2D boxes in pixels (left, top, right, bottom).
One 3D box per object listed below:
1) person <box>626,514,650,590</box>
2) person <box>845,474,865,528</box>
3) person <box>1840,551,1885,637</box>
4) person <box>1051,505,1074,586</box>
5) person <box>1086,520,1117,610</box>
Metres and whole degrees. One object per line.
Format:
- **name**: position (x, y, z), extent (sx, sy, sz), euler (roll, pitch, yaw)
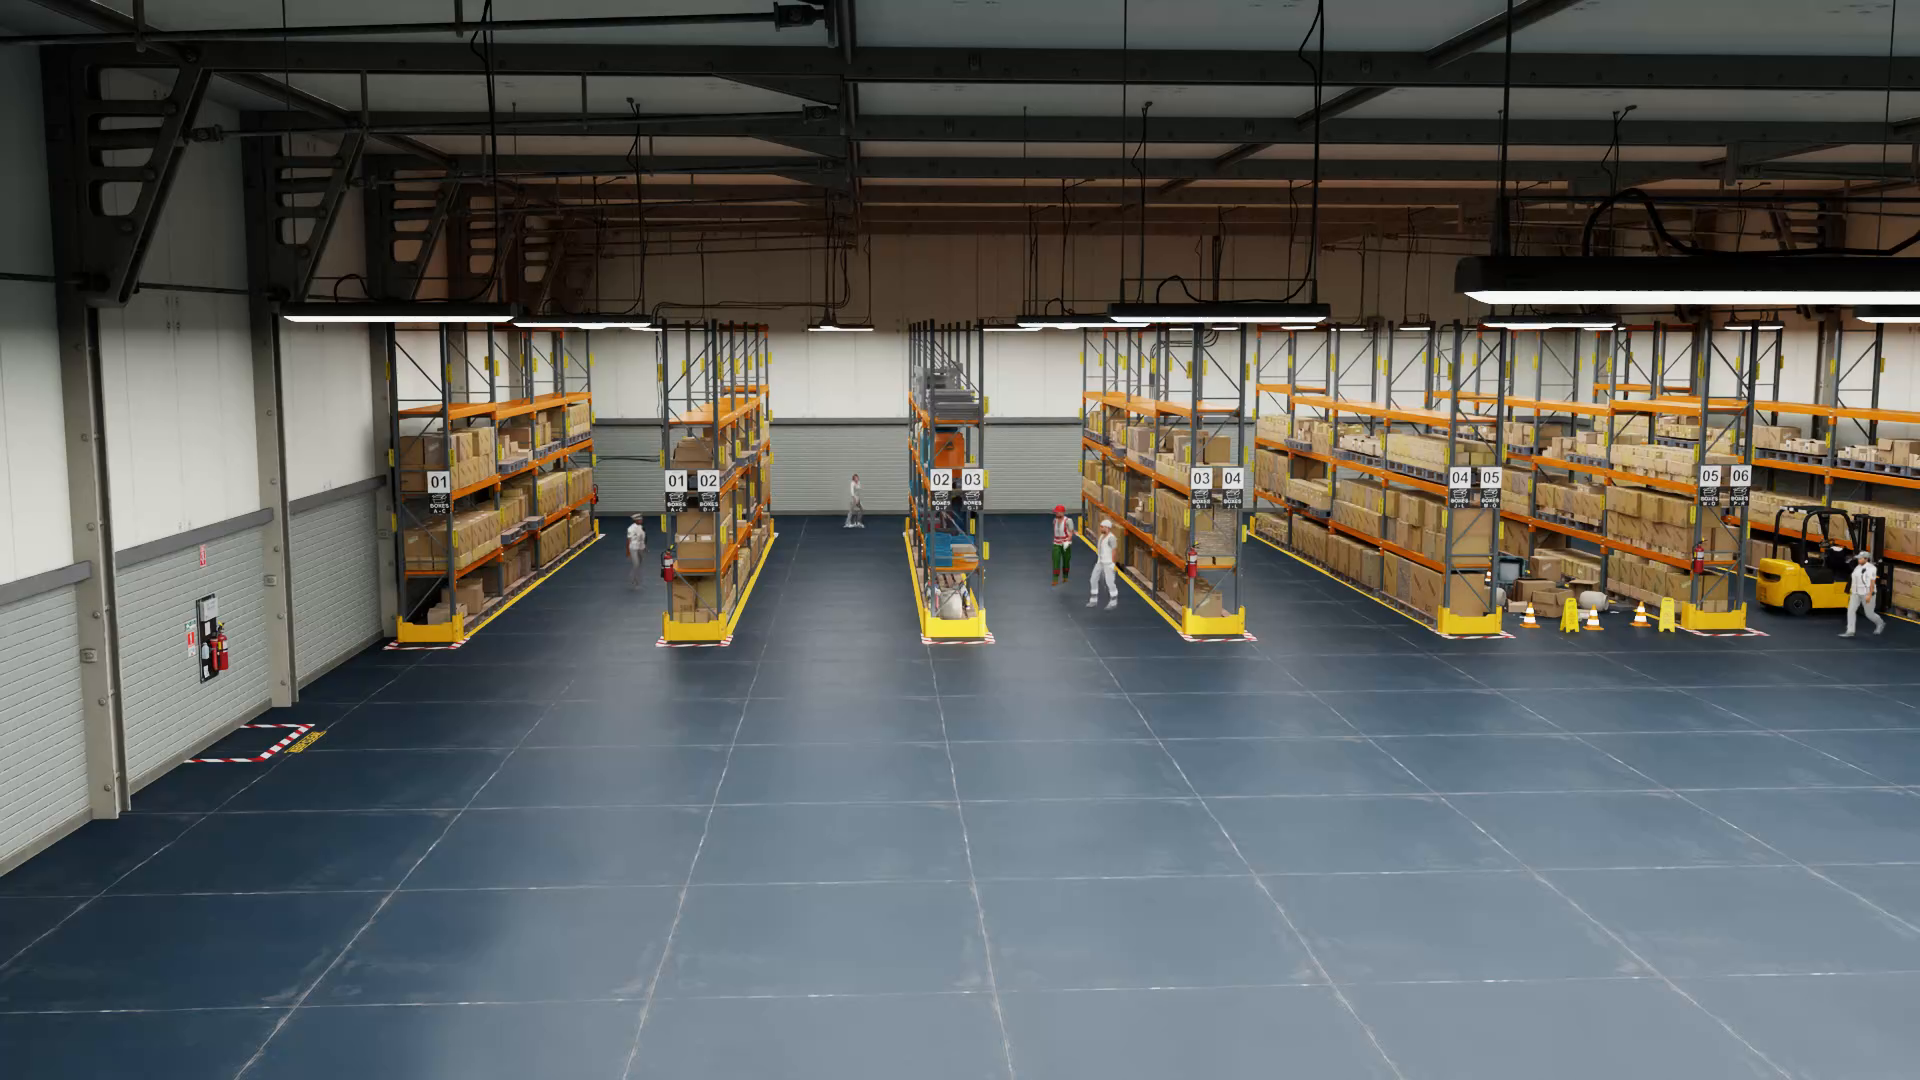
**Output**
- **person**: position (-7.313, 0.250, 37.713), extent (0.530, 1.698, 0.721), euler (-6, 10, -42)
- **person**: position (-3.123, -1.155, 49.263), extent (0.577, 1.612, 0.515), euler (1, 7, 5)
- **person**: position (17.134, 1.021, 31.484), extent (0.873, 1.637, 0.468), euler (-3, 8, -25)
- **person**: position (2.222, 0.106, 35.941), extent (0.477, 1.728, 1.003), euler (1, 7, 8)
- **person**: position (2.832, 0.495, 33.228), extent (0.566, 1.804, 0.573), euler (-4, 8, -28)
